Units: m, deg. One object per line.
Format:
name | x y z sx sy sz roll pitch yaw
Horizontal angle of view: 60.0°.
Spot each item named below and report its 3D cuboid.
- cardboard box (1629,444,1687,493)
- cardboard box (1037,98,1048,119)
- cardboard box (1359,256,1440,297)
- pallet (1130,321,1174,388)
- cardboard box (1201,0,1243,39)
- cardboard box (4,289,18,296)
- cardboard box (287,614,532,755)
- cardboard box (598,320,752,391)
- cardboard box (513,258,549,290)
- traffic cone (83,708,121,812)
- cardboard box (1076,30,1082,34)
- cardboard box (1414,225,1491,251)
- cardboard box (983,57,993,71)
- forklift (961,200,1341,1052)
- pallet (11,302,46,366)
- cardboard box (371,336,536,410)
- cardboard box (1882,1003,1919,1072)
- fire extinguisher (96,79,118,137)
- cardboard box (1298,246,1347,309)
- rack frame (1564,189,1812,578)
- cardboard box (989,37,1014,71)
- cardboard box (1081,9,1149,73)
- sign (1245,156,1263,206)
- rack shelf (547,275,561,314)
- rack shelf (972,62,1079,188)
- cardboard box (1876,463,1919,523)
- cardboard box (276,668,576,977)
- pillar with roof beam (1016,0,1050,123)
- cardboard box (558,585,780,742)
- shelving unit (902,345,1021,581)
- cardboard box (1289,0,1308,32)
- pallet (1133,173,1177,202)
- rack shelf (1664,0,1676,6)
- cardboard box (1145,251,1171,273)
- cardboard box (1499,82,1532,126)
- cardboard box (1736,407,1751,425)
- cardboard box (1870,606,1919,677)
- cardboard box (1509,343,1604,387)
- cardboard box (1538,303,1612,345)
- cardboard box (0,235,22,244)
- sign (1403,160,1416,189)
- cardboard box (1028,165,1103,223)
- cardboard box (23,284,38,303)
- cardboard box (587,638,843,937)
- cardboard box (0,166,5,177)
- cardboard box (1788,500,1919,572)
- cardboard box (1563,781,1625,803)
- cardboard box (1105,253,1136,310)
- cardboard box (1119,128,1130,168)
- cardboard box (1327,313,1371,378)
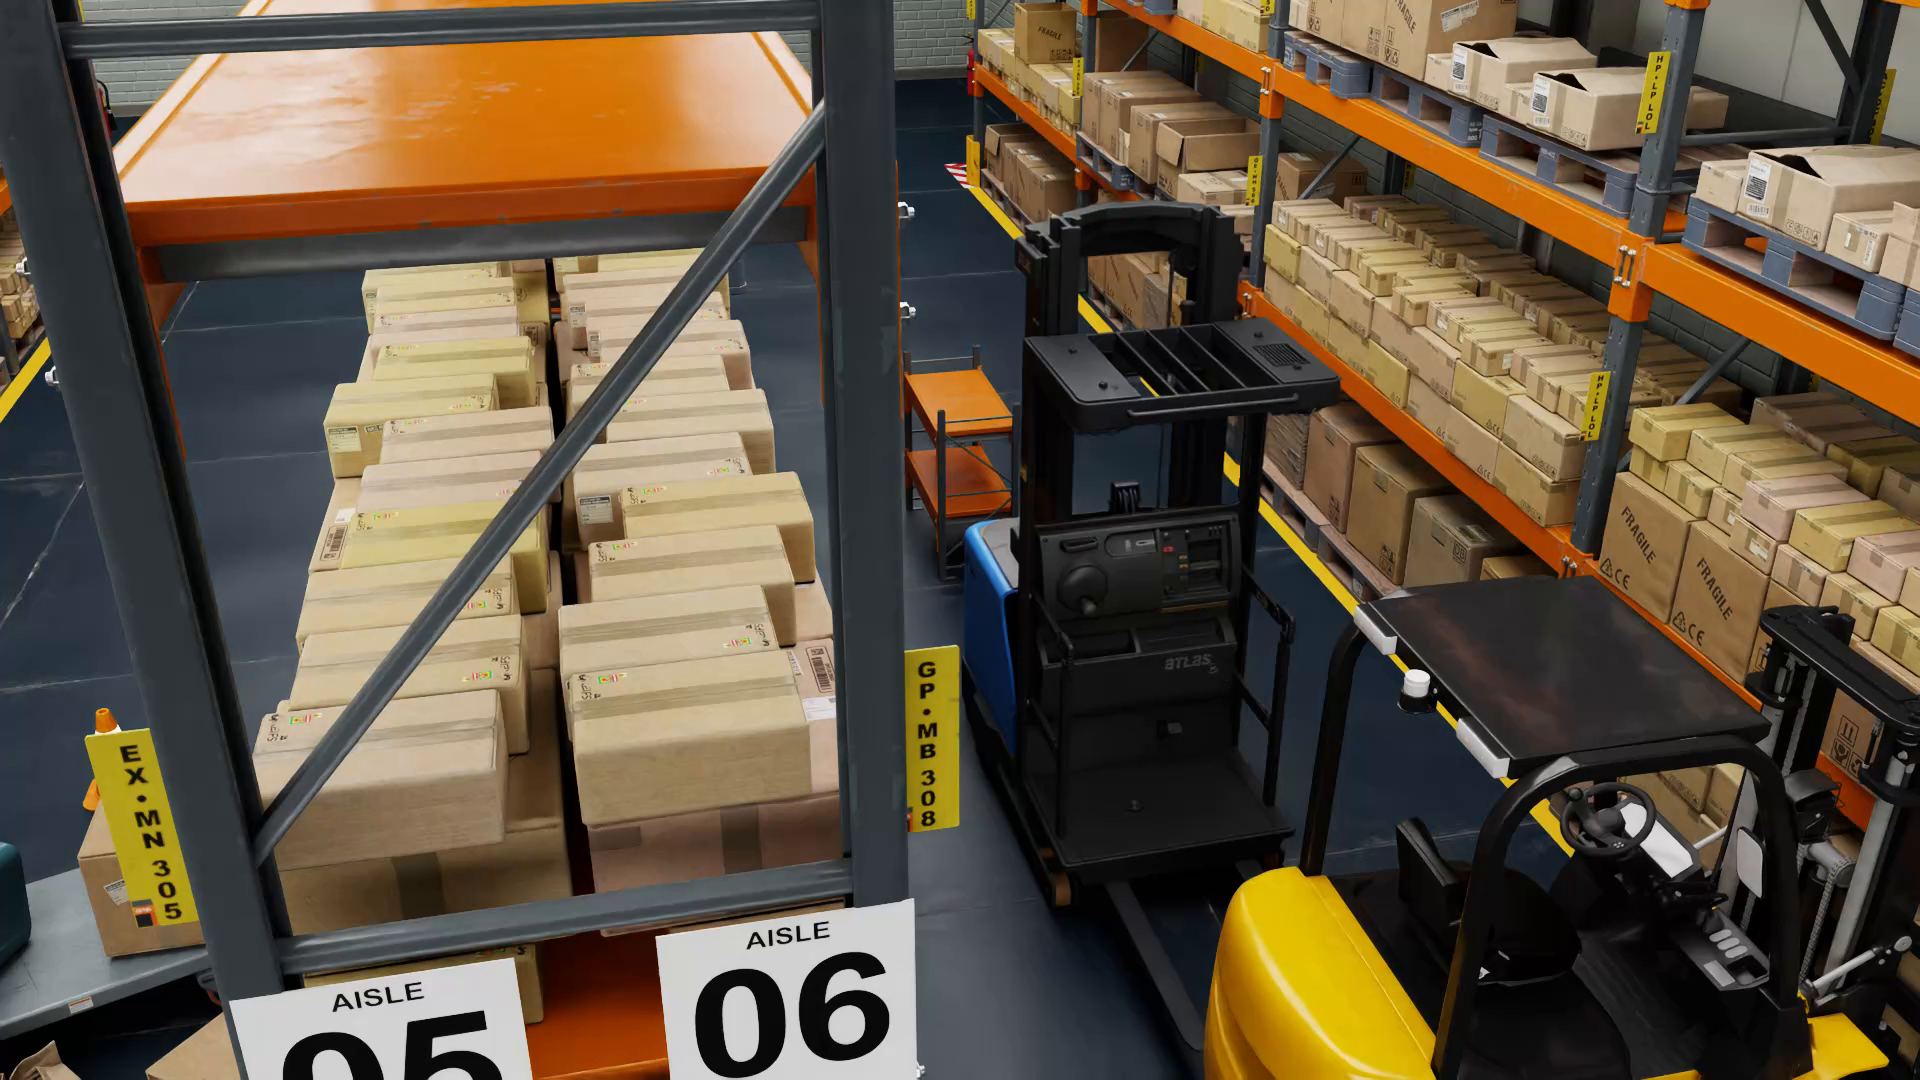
cardboard box | 3.170 -0.339 7.262 0.380 0.149 0.250 -6 27 -12
cardboard box | 0.954 -4.137 15.895 0.380 0.149 0.250 -6 27 -12
cardboard box | 2.539 -1.526 9.614 0.380 0.149 0.250 -5 27 -11
pallet | 2.050 -1.549 13.584 1.003 0.211 1.213 -6 27 -12
cardboard box | 1.987 -3.621 11.432 0.500 0.250 0.500 -6 27 -11
cardboard box | -7.998 -1.972 13.696 0.380 0.149 0.250 -6 27 -11
cardboard box | -0.963 0.272 2.948 0.380 0.149 0.250 -5 27 -11
cardboard box | -0.754 -0.461 4.399 0.380 0.149 0.250 -6 27 -11
cardboard box | -1.648 -0.850 5.612 0.500 0.250 0.500 -7 28 -13
traffic cone | -4.163 1.039 8.178 0.336 0.463 0.334 -6 27 -12
cardboard box | 1.013 -5.330 17.818 0.500 0.250 0.500 -5 27 -10
cardboard box | 3.014 -1.815 10.187 0.380 0.149 0.250 -6 28 -13
cardboard box | 0.457 -5.155 17.913 0.380 0.149 0.250 -6 27 -12
forklift | 0.859 0.151 7.197 1.130 2.935 3.031 -6 27 -12
pallet | -8.269 -1.677 13.839 1.003 0.211 1.213 -6 27 -12
cardboard box | -1.297 -0.403 4.285 0.380 0.149 0.250 -5 27 -11
cardboard box | 3.603 1.774 5.938 0.500 0.250 0.500 -7 28 -13
fire extinguisher | -8.592 -4.343 16.526 0.296 0.674 0.183 -6 27 -12
cardboard box | 2.427 -1.644 10.290 0.500 0.250 0.500 -5 27 -10
rack frame | 3.355 -0.171 7.761 1.000 3.000 0.127 -6 27 -12
cardboard box | 0.604 -5.057 17.277 0.500 0.250 0.500 -6 27 -11
cardboard box | 1.475 -4.765 15.865 0.500 0.500 0.500 -7 28 -13
sign | 1.927 -2.350 10.879 0.100 0.325 0.005 -6 27 -12
rack shelf | -1.931 -1.562 7.985 1.077 0.370 4.000 -6 27 -12
rack shelf | 1.101 -4.240 16.620 1.077 0.370 4.000 -6 27 -12
cardboard box | 3.927 -0.196 6.649 0.380 0.149 0.250 -6 27 -13
cardboard box | -0.957 0.488 2.962 0.500 0.250 0.500 -6 27 -12
pillar with roof beam | -3.273 -8.956 18.506 9.100 9.000 0.400 -6 27 -12
cardboard box | -0.533 0.222 3.047 0.380 0.149 0.250 -6 27 -12
shelving unit | -0.002 -0.505 10.502 0.538 1.125 1.048 -6 27 -12
cardboard box | 2.236 -3.210 10.135 0.380 0.166 0.250 -6 27 -12
pallet | 2.011 -2.695 12.974 1.003 0.211 1.213 -6 27 -12
rack shelf | 2.904 -3.228 8.401 1.077 0.370 4.000 -6 27 -12
cardboard box | 1.729 -2.293 13.553 0.380 0.149 0.250 -5 27 -10
cardboard box | 2.811 -2.082 7.920 0.380 0.149 0.250 -6 27 -12
cardboard box | 3.490 -0.576 8.175 0.500 0.250 0.500 -6 27 -12
cardboard box | 3.499 0.342 5.913 0.380 0.149 0.250 -7 28 -13
cardboard box | 2.982 -0.857 8.289 0.380 0.149 0.250 -6 27 -12
cardboard box | 3.311 -1.136 8.842 0.380 0.149 0.250 -6 27 -12
cardboard box | -8.269 -2.560 14.530 0.380 0.149 0.250 -7 28 -14
sign | 2.993 -2.502 11.093 0.100 0.325 0.005 -6 27 -12
cardboard box | 1.085 -3.398 16.461 0.700 0.500 0.500 -7 28 -14
cardboard box | -8.125 -2.065 14.210 0.380 0.149 0.250 -7 28 -13
cardboard box | -0.433 0.438 3.062 0.500 0.250 0.500 -6 27 -13
cardboard box | -8.119 -3.131 13.903 0.380 0.149 0.250 -5 27 -11
cardboard box | 3.393 -0.017 6.294 0.380 0.149 0.250 -6 27 -12
cardboard box | 3.141 1.115 7.798 0.500 0.250 0.500 -6 27 -11
cardboard box | 1.571 -2.287 14.260 0.500 0.500 0.500 -6 27 -12
cardboard box | 1.491 -3.162 13.369 0.396 0.266 0.258 -5 27 -9
cardboard box | 2.547 -1.194 9.953 0.500 0.250 0.500 -7 28 -13
